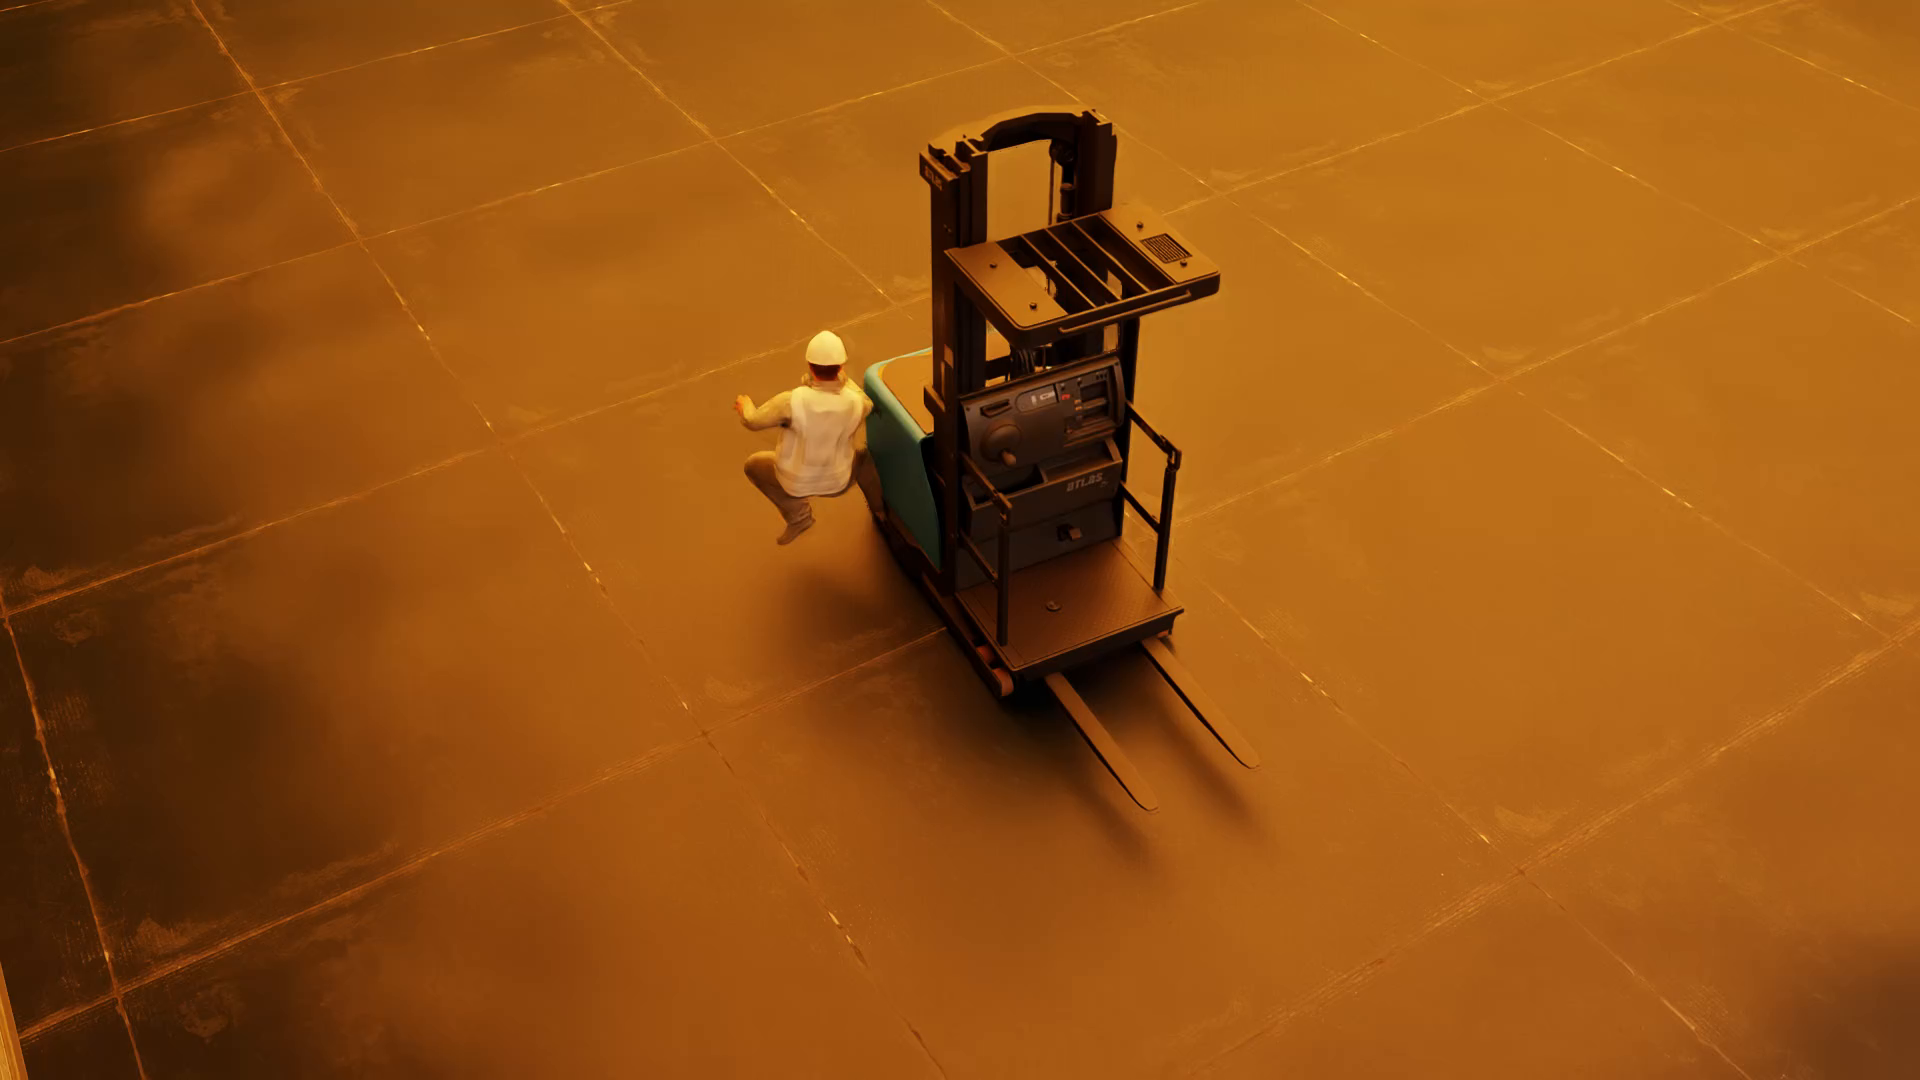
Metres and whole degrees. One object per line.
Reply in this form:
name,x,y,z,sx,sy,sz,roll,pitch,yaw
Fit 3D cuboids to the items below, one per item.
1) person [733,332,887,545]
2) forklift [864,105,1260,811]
person,-0.815,-0.597,9.527,0.906,1.507,0.788,-9,42,-10
forklift,0.543,-0.581,8.536,1.130,2.935,3.031,-19,44,-20
